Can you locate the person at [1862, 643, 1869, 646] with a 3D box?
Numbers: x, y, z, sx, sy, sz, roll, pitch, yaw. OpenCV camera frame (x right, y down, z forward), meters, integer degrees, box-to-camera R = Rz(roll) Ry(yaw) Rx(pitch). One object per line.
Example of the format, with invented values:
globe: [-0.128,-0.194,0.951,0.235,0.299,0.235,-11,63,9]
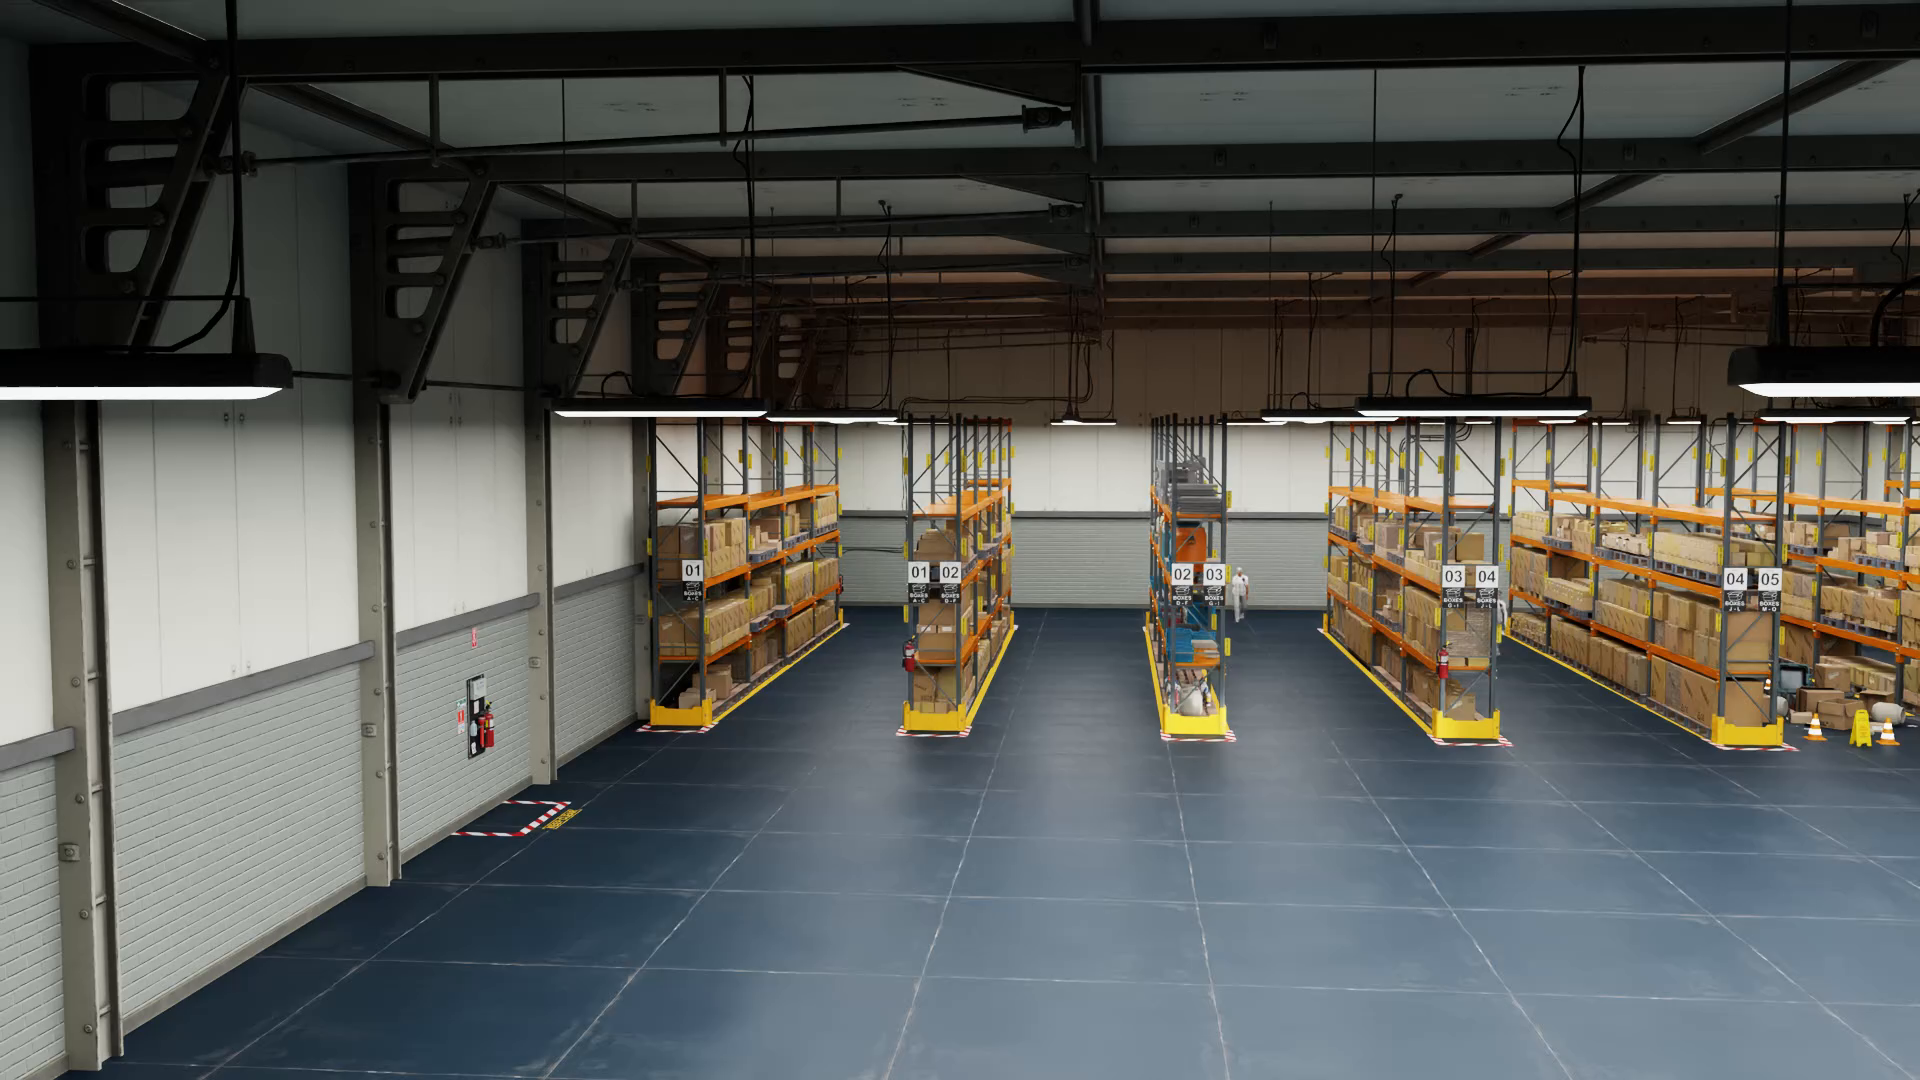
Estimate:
person: [23.520,1.983,43.500,0.449,1.721,0.585,-2,4,-26]

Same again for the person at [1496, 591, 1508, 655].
person: [13.589,2.060,42.030,0.464,1.621,1.009,0,4,2]

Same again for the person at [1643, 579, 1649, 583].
person: [18.646,1.853,45.187,0.917,1.622,0.434,3,5,40]

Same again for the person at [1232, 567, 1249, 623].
person: [8.272,1.598,49.089,0.496,1.618,0.857,0,4,2]
